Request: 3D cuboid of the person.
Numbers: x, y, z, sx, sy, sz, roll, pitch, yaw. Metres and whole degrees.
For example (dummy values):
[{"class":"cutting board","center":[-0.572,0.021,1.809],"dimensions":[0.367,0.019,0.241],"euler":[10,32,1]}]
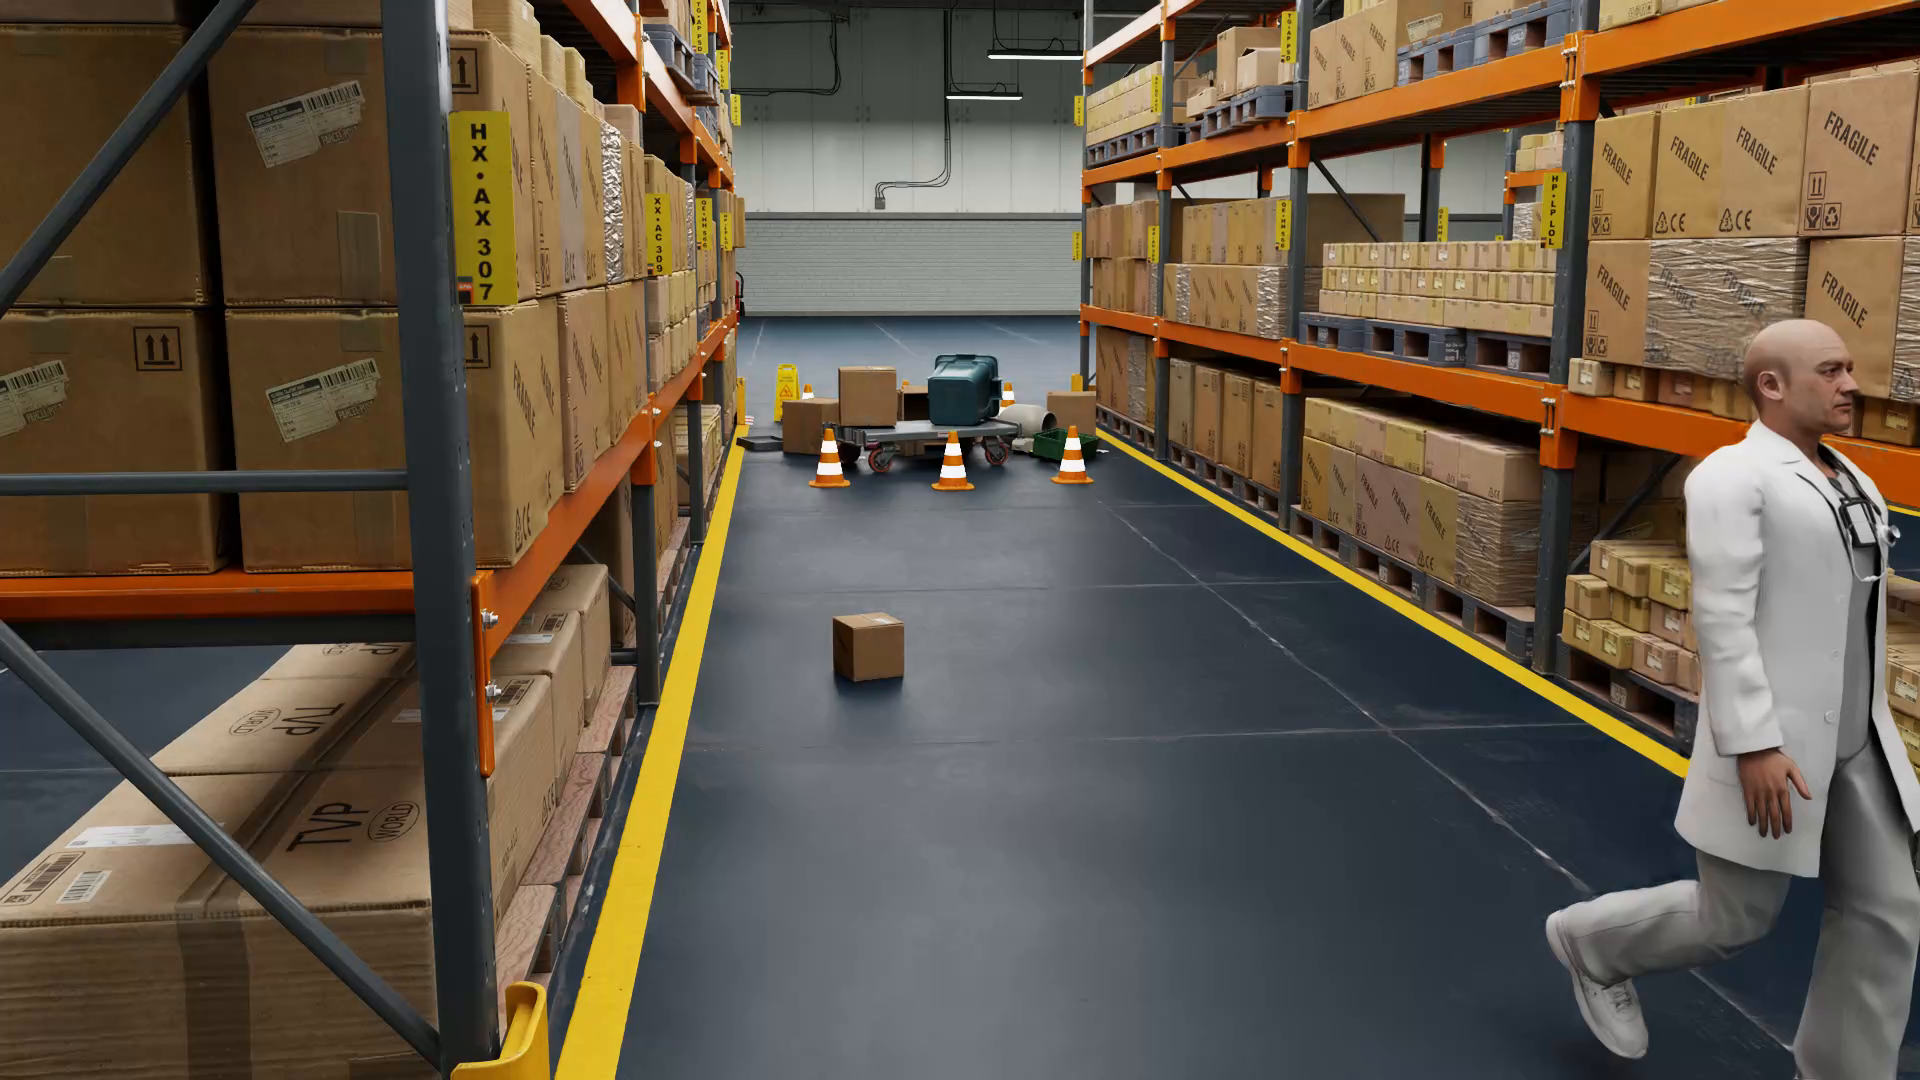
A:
[{"class":"person","center":[1.729,0.406,3.571],"dimensions":[0.560,1.745,0.949],"euler":[-5,11,-29]}]
